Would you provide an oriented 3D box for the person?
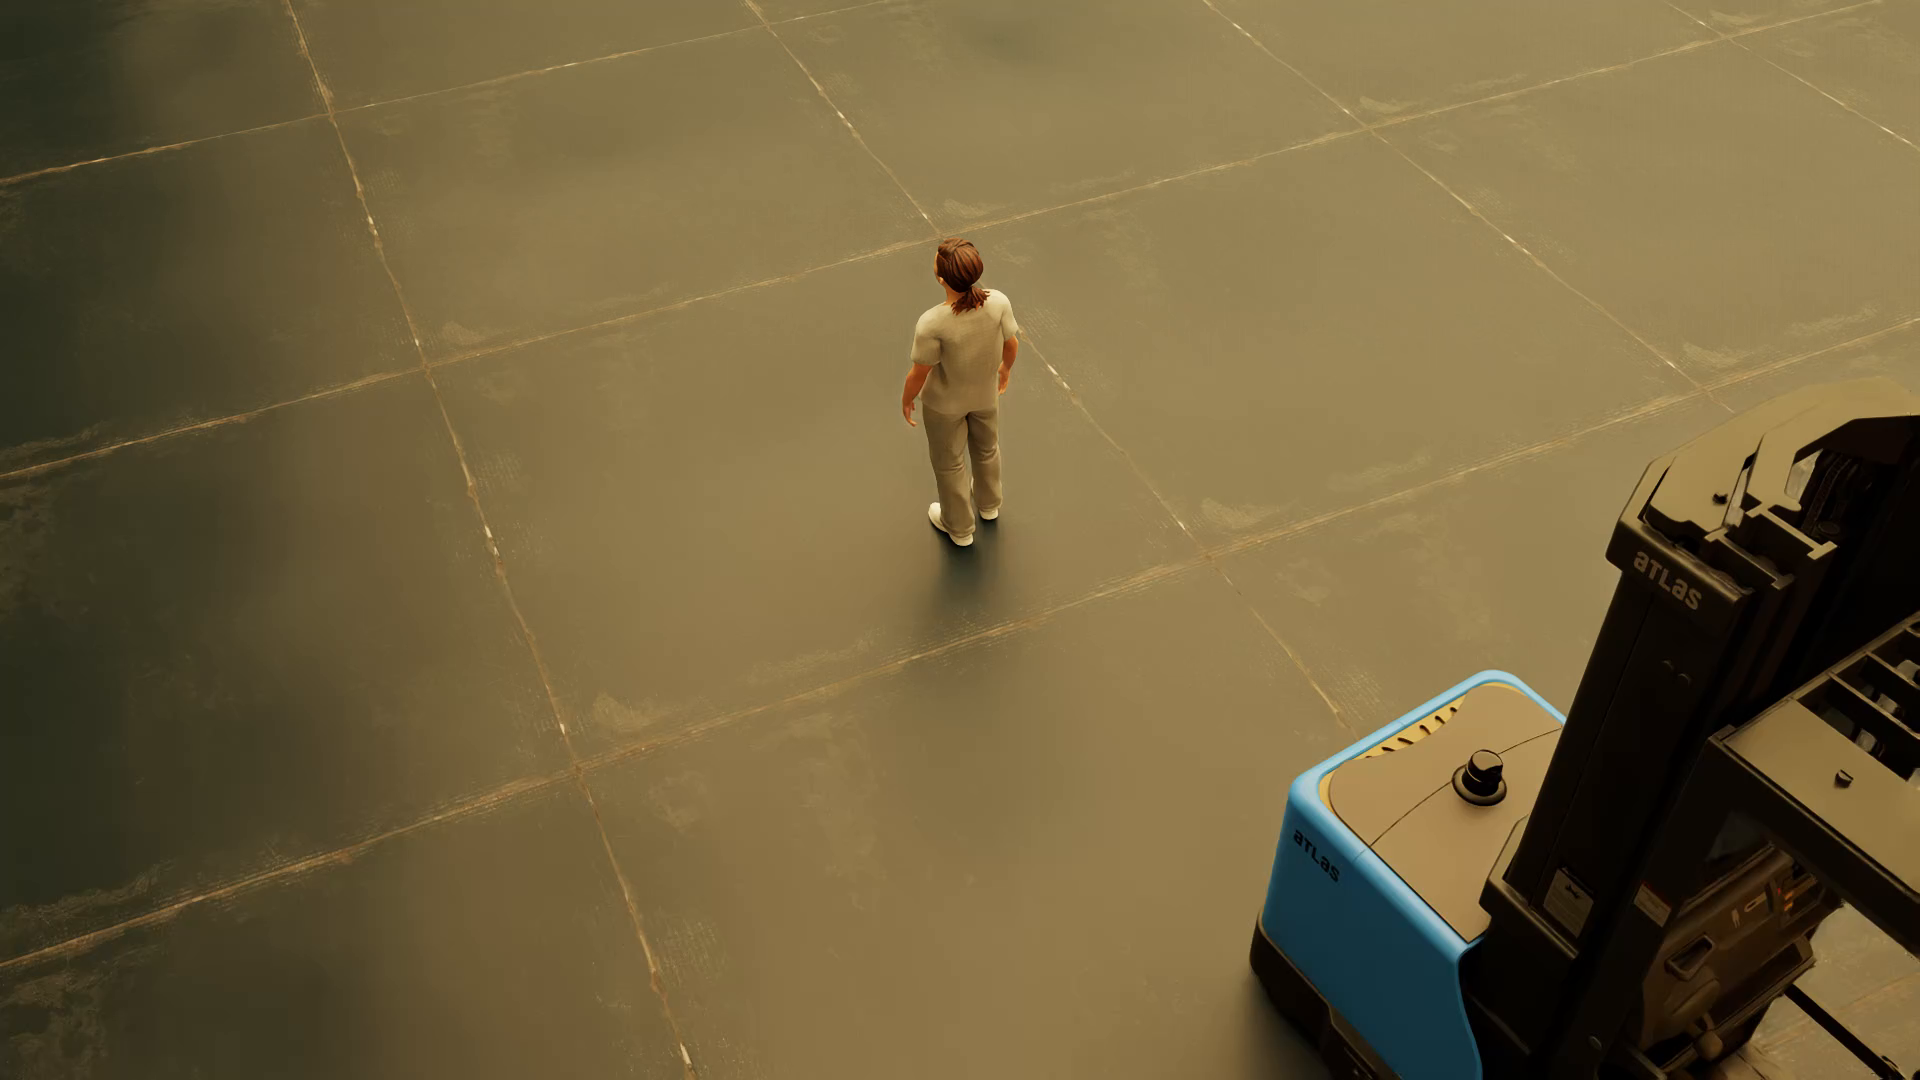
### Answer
[{"bbox_3d":[-0.019,-0.668,7.305,0.549,1.673,0.548,-18,46,-18],"label":"person"}]

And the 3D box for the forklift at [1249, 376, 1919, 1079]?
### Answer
[{"bbox_3d":[2.288,1.163,4.434,1.130,2.935,3.031,-24,48,-24],"label":"forklift"}]
